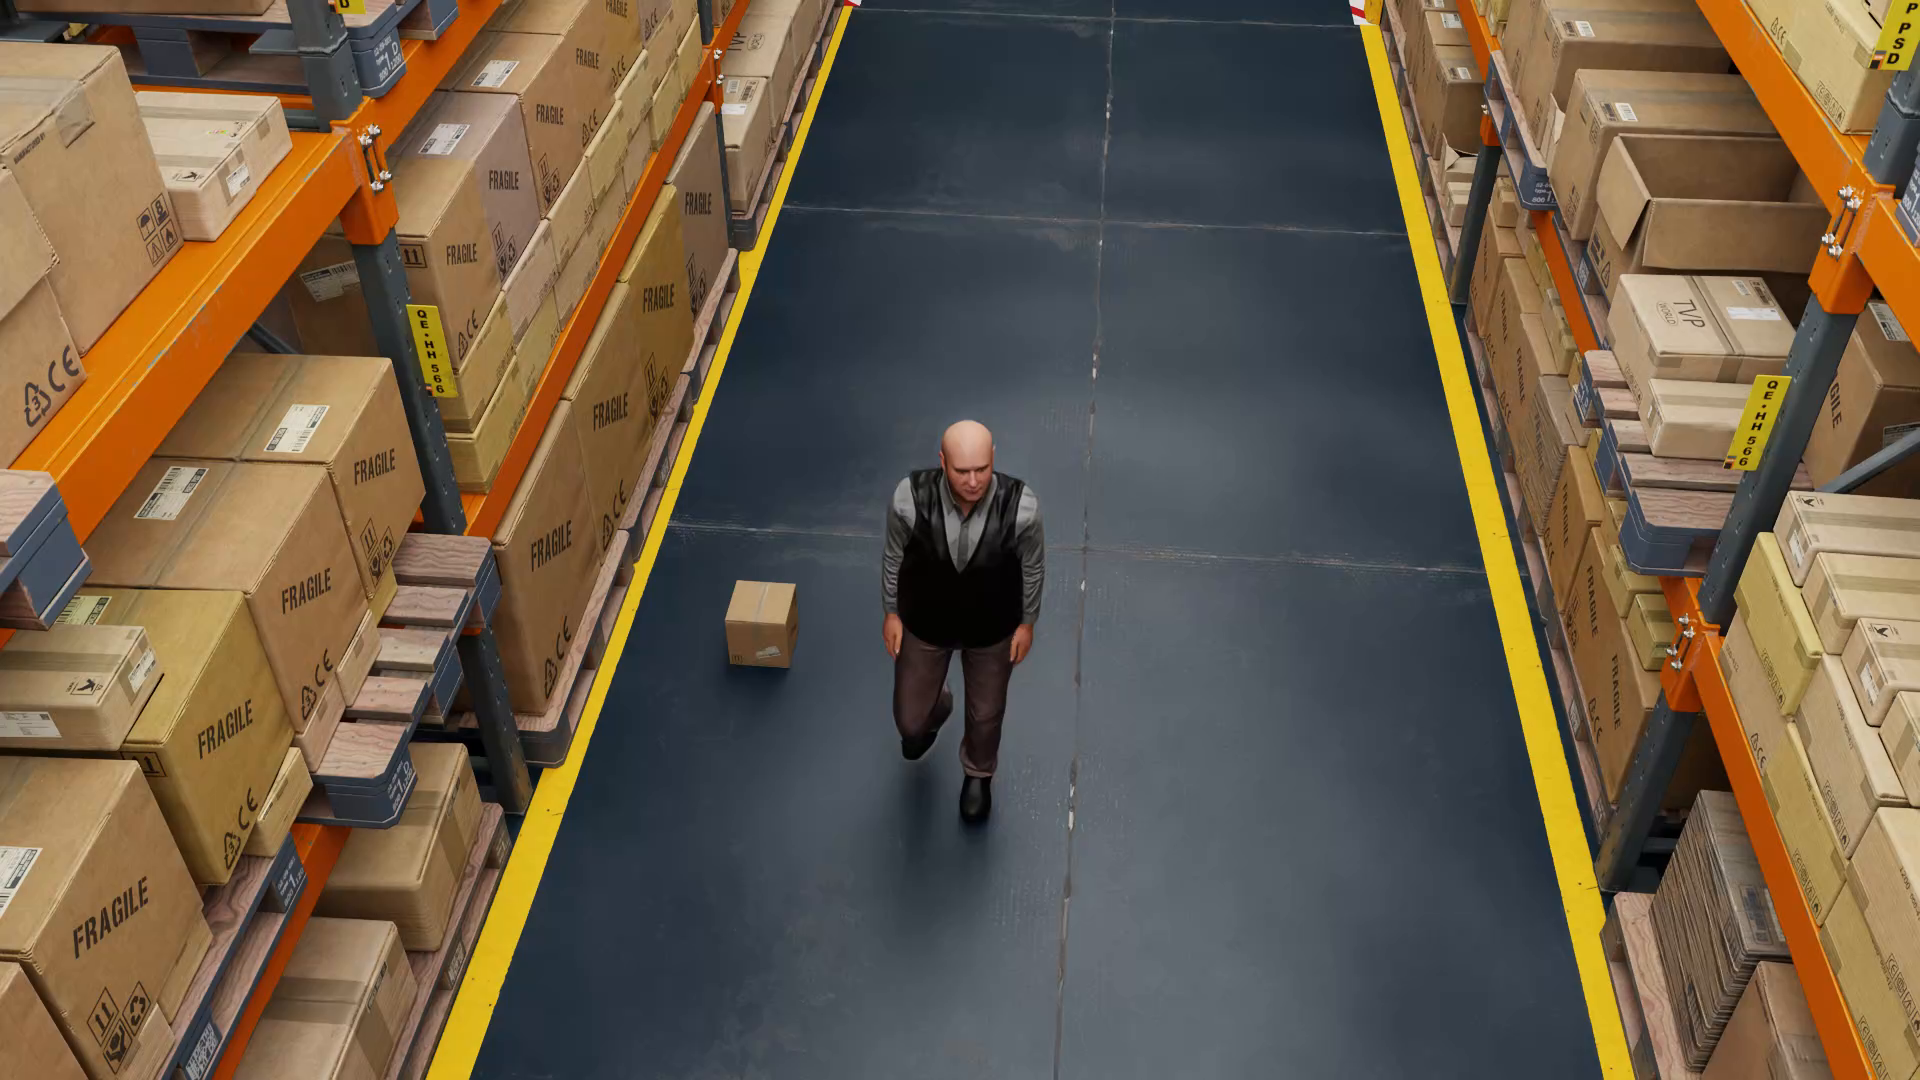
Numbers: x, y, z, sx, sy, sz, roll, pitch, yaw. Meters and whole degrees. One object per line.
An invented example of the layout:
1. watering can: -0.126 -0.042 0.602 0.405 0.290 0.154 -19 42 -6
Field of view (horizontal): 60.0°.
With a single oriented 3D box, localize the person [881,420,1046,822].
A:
1. person: 0.011 0.256 5.827 0.562 1.720 0.488 1 40 1
